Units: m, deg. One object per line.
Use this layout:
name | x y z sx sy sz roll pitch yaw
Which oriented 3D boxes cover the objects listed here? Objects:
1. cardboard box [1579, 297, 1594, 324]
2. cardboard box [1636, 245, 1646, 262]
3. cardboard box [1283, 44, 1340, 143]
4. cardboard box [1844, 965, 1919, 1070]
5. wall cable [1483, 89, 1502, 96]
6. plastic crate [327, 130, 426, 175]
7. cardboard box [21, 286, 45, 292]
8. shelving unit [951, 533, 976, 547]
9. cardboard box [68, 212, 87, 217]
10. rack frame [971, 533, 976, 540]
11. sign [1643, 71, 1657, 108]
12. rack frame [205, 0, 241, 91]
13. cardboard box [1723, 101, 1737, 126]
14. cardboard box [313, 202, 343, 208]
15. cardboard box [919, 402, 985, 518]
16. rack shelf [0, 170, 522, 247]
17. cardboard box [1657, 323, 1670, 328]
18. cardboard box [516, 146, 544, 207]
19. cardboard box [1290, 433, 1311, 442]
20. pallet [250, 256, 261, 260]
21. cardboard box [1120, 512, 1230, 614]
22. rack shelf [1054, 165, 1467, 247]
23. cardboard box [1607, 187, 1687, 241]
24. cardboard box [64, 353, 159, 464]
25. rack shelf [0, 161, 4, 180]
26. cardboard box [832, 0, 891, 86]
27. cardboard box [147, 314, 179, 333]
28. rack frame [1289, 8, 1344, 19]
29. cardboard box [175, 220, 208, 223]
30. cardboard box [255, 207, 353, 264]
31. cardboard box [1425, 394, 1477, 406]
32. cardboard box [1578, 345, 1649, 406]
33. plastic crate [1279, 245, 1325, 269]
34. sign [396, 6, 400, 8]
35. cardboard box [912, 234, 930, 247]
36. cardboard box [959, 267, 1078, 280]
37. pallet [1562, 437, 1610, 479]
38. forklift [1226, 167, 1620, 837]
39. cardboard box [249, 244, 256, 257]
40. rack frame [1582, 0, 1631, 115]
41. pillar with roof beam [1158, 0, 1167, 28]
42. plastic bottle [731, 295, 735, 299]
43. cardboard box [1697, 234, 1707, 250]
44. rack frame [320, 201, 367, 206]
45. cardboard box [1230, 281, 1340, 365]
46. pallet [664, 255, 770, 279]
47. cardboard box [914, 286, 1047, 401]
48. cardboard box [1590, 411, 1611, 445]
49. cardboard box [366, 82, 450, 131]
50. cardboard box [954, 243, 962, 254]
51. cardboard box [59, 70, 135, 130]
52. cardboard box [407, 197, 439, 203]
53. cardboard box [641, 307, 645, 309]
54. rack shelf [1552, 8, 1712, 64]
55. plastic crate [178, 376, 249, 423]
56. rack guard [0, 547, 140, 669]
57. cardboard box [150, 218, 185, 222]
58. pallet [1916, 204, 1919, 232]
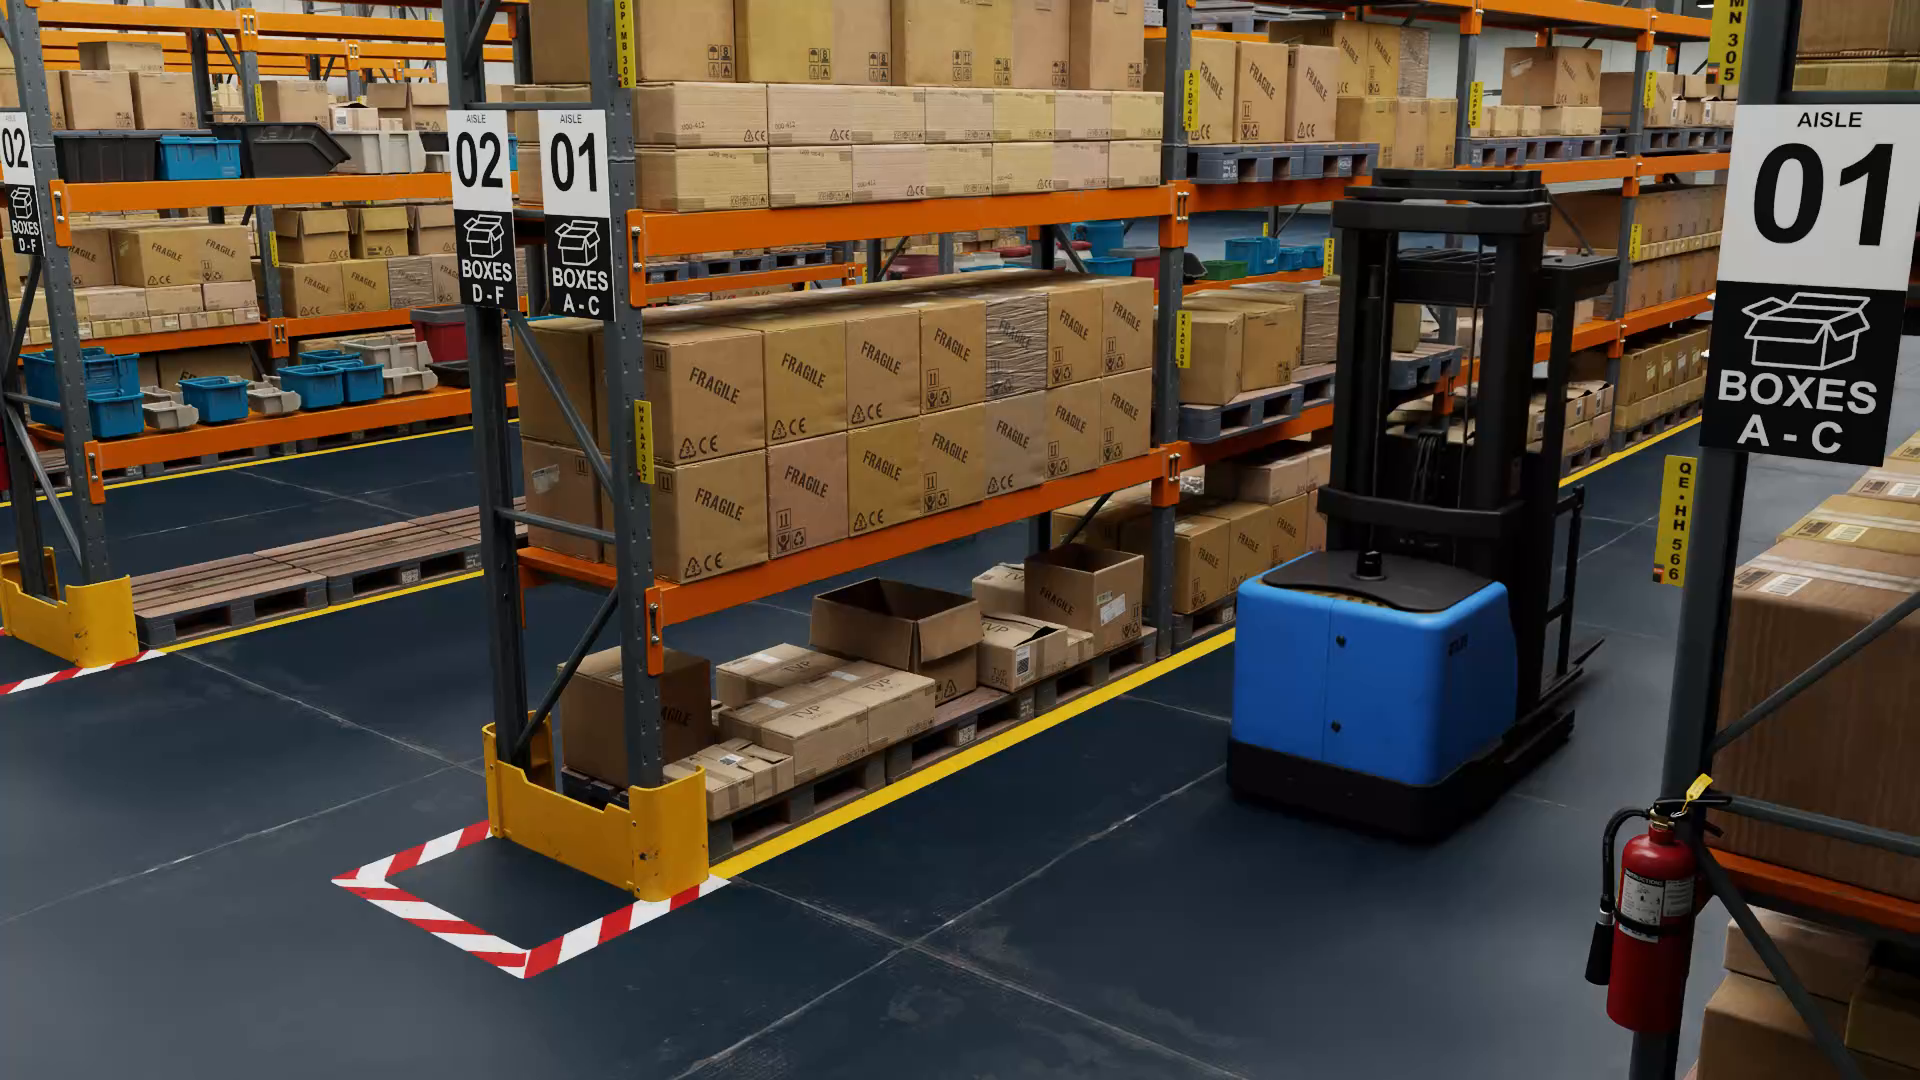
cardboard box | 5.604 -2.172 15.623 0.500 0.250 0.500 13 19 41
cardboard box | 6.518 -2.828 16.379 0.380 0.149 0.250 11 18 36
cardboard box | 2.062 -2.909 10.867 0.600 0.600 0.600 10 18 35
cardboard box | 2.632 1.317 4.490 0.380 0.149 0.250 11 18 38
wall cable | 17.091 -16.141 51.215 2.305 6.003 0.169 11 18 38
plastic crate | -9.047 -4.520 20.739 20.812 1.282 9.301 11 18 38
cardboard box | -8.304 -2.082 14.663 0.500 0.250 0.500 11 18 38
shelving unit | -0.034 -0.499 12.690 0.215 1.050 0.252 11 18 38
cardboard box | -12.800 -4.847 23.614 0.500 0.500 0.500 11 18 38
rack frame | 0.043 -0.522 12.782 0.200 1.050 0.008 11 18 38
sign | 6.308 -4.121 15.207 0.100 0.325 0.005 11 18 38
rack frame | -13.394 -9.088 30.358 1.000 3.000 0.127 11 18 38
cardboard box | 7.875 -4.503 17.569 0.500 0.250 0.500 11 18 38
cardboard box | -10.283 -5.492 26.727 0.500 0.500 0.500 12 19 39
cardboard box | -0.225 -0.431 8.262 0.500 0.500 0.500 12 18 38
rack shelf | -4.256 -2.303 11.203 1.077 0.370 4.000 11 18 38
cardboard box | 7.571 -2.182 18.565 0.500 0.500 0.500 11 18 38
cardboard box | -1.544 -1.568 7.153 0.500 0.250 0.500 11 18 38
cardboard box | 2.857 -0.539 13.071 0.500 0.500 0.500 12 19 40
pallet | -9.344 -3.422 20.628 1.003 0.211 1.213 11 18 38
cardboard box | 1.345 0.129 10.441 0.500 0.500 0.500 10 18 35
rack shelf | 2.109 -2.302 11.198 1.077 0.370 4.000 11 18 38
cardboard box | 7.100 -3.398 17.303 0.700 0.500 0.500 11 18 38
cardboard box | -7.894 -1.235 15.091 0.875 0.875 0.875 11 18 38
rack shelf | -8.108 -3.070 14.220 1.077 0.370 4.000 11 18 38
cardboard box | -0.741 -2.331 7.616 0.700 0.500 0.500 11 18 38
cardboard box | -7.273 -1.969 15.028 0.380 0.149 0.250 12 18 39
rack frame | 4.543 -6.787 21.299 1.000 3.000 0.127 11 18 38
cardboard box | -9.228 -3.757 20.004 0.380 0.149 0.250 12 19 40
cardboard box | -6.456 -3.006 16.359 0.797 0.503 0.637 11 18 36
cardboard box | 4.461 -1.153 14.900 0.500 0.311 0.500 12 18 39
cardboard box | 6.415 -1.621 16.355 0.500 0.500 0.500 11 18 38
plastic crate | 4.462 -3.665 21.496 0.499 0.251 0.616 11 18 38
sign | -9.096 -8.766 26.869 0.100 0.325 0.005 11 18 38
cardboard box | -0.915 -4.351 23.086 0.875 0.500 0.500 11 18 38
cardboard box | 0.337 -1.300 9.652 0.500 0.500 0.500 12 18 39
pallet | 5.447 -0.847 15.766 1.003 0.211 1.213 11 18 38
forklift | 2.576 -0.397 8.467 1.130 2.935 3.031 11 18 36
cardboard box | -8.894 -3.572 20.485 0.380 0.149 0.250 12 19 39
rack frame | 5.882 -5.253 15.261 0.949 2.616 0.053 11 18 38
pillar with roof beam | 10.185 -14.940 53.391 9.100 9.000 0.548 11 18 38
plastic bottle | -1.983 -1.995 14.720 0.144 0.351 0.185 11 18 38
cardboard box | 7.818 -3.225 17.942 0.380 0.149 0.250 12 18 38
rack frame | -8.131 -3.901 22.121 1.000 3.000 0.127 11 18 38
cardboard box | 2.334 -1.548 11.806 0.500 0.500 0.700 -12 18 -39
pallet | -3.125 -3.406 20.565 1.003 0.211 1.213 11 18 38
cardboard box | 0.099 -1.015 8.529 0.500 0.500 0.500 11 18 38
cardboard box | 5.845 -1.093 15.799 0.500 0.250 0.500 11 18 37
cardboard box | -5.604 -4.427 17.037 0.797 0.503 0.637 11 18 37
cardboard box | -0.189 -4.134 23.550 0.380 0.149 0.250 11 18 38
cardboard box | -7.638 -3.840 14.533 0.700 0.500 0.500 12 19 40
cardboard box | -7.525 -4.615 22.700 0.700 0.500 0.500 11 18 37
cardboard box | -3.939 -2.612 19.708 0.500 0.250 0.500 12 19 40
rack shelf | 7.137 -5.094 16.909 1.077 0.370 4.000 11 18 38
plastic crate | -4.688 -0.885 10.471 0.416 0.233 0.300 11 18 38
rack guard | -5.518 0.403 10.258 1.175 0.500 0.348 11 18 38
cardboard box | -9.725 -3.861 20.415 0.380 0.149 0.250 10 18 35
pallet | 2.651 -0.837 4.148 1.003 0.211 1.213 11 18 38
